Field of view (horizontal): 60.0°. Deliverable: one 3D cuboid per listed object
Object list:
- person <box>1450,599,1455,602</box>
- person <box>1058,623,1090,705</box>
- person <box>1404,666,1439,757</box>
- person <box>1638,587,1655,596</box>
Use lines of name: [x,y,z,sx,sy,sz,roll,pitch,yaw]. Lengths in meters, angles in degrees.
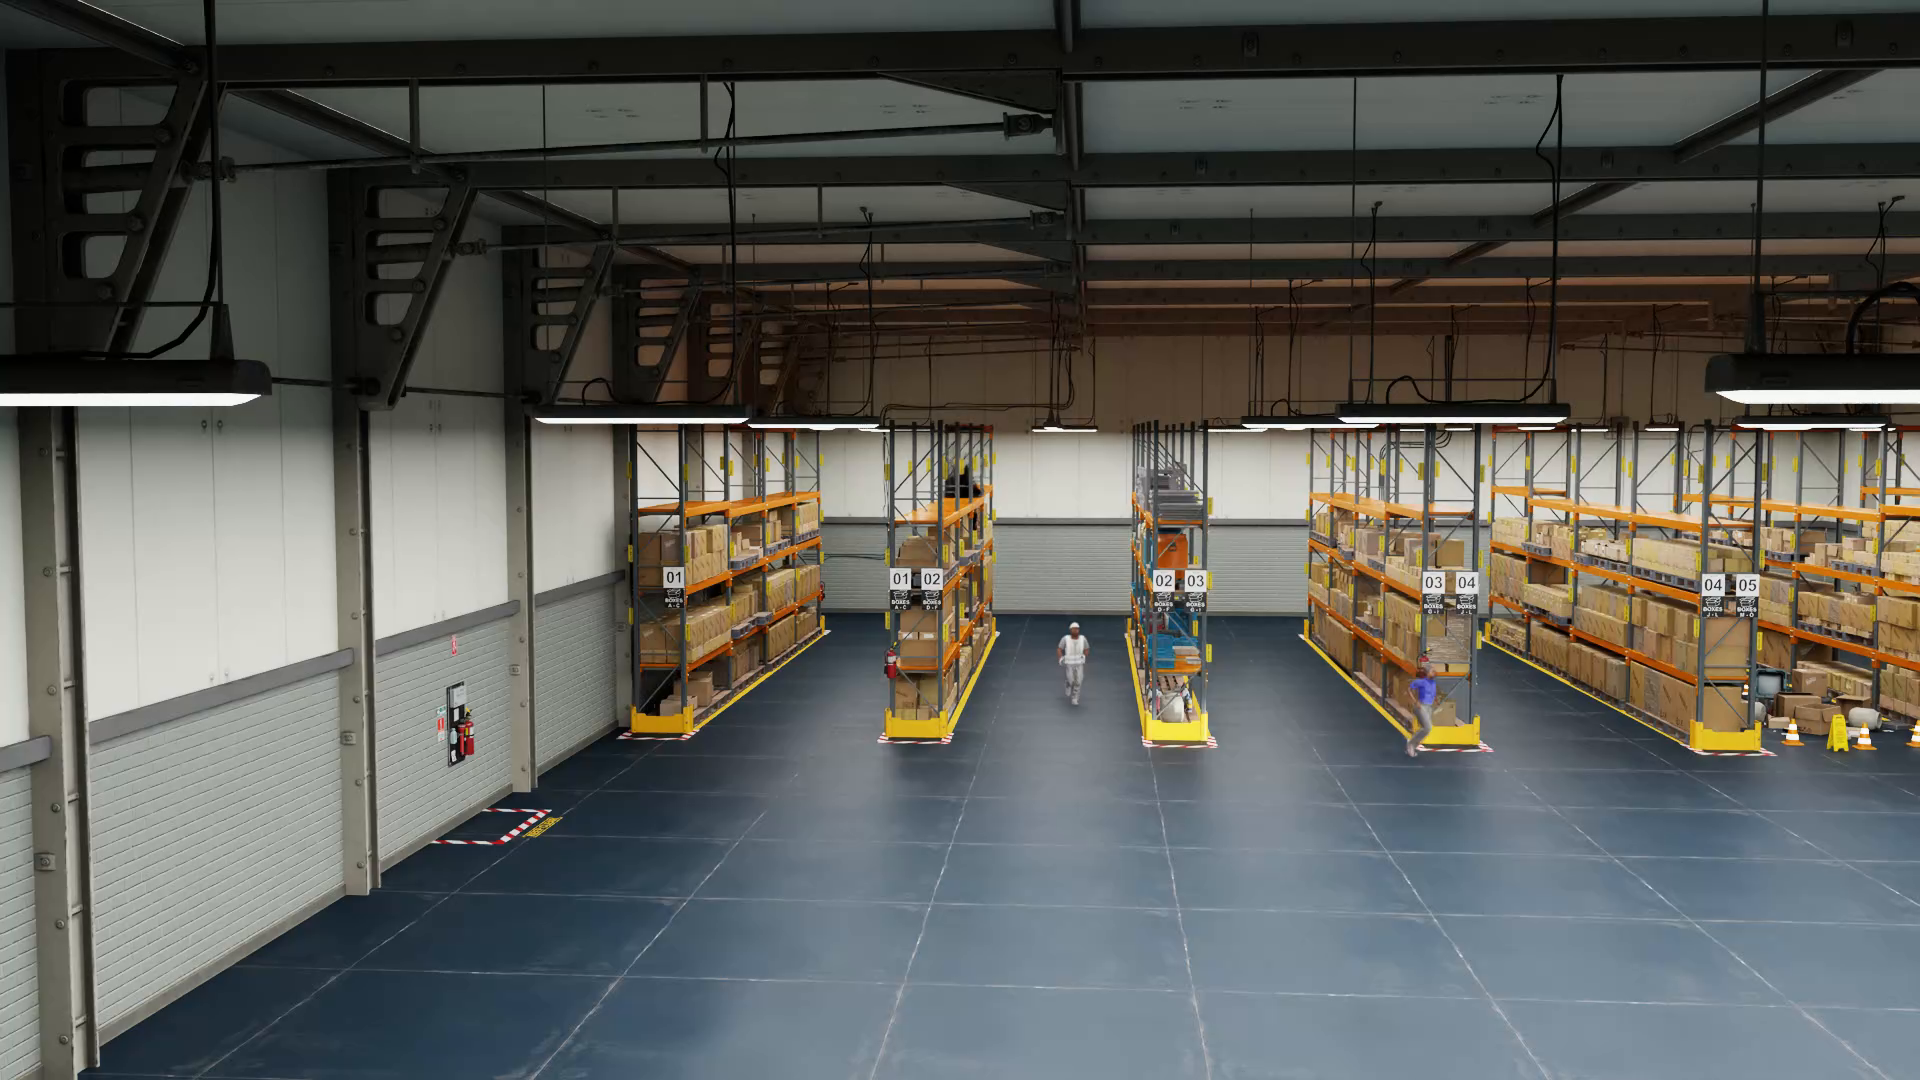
person: [13.686,1.877,46.855,0.881,1.740,0.716,-2,4,-28]
person: [2.430,2.622,35.329,0.686,1.733,0.599,0,4,-5]
person: [8.264,3.041,29.624,0.638,1.601,0.576,-3,5,-42]
person: [19.469,1.870,47.353,0.690,1.764,0.773,1,4,18]
